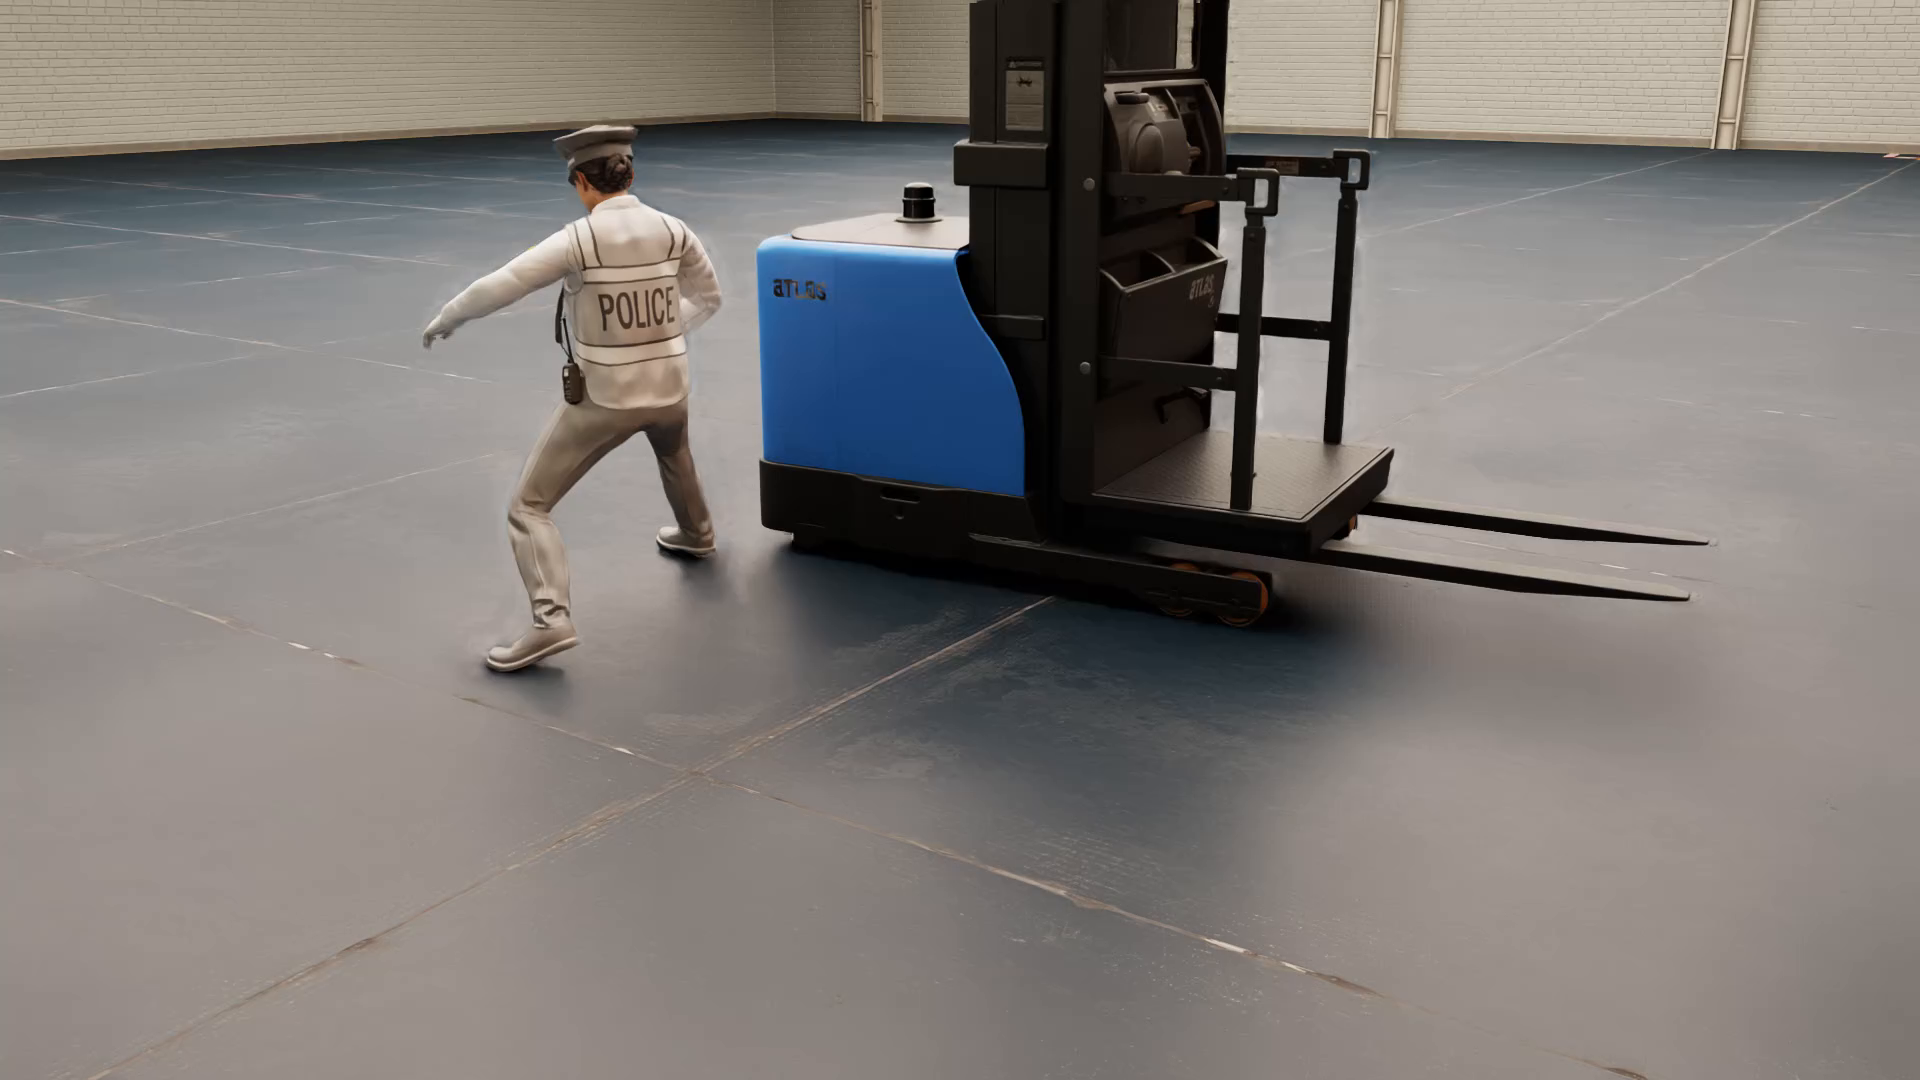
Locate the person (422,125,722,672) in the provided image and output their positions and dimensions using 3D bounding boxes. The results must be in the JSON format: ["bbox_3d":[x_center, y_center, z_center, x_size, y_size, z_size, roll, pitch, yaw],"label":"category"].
[{"bbox_3d":[-1.112,-0.496,5.058,1.066,1.488,0.958,-13,21,-37],"label":"person"}]

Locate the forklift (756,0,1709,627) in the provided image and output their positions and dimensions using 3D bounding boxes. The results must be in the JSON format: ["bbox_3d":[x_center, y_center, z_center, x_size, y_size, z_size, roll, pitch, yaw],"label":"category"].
[{"bbox_3d":[0.842,-1.313,5.224,3.031,2.935,1.130,9,19,27],"label":"forklift"}]
